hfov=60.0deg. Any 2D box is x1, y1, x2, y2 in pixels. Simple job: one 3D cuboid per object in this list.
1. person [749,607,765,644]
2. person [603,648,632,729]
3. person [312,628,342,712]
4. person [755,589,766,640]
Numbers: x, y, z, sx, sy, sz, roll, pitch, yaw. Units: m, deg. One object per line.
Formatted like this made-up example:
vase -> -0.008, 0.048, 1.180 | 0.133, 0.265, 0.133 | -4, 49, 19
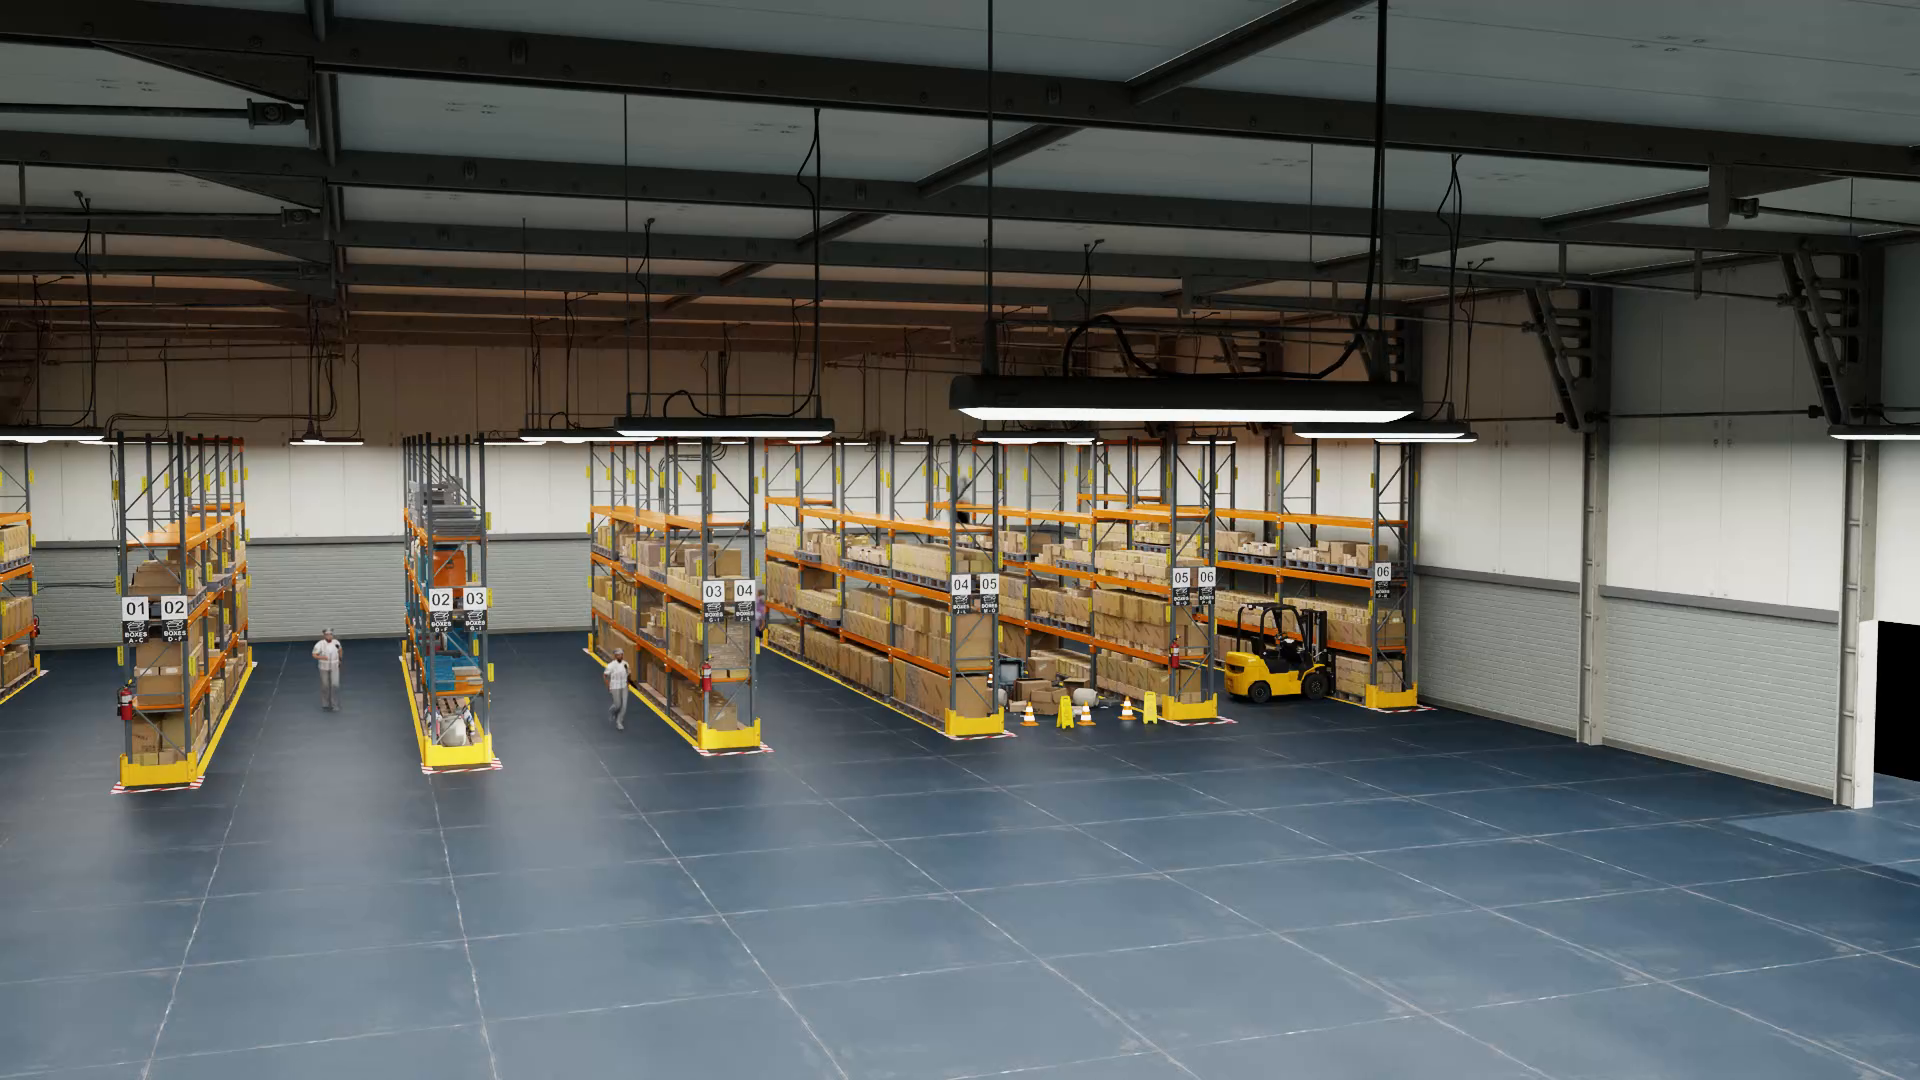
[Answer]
person -> -5.482, 2.486, 44.120 | 0.603, 1.629, 0.624 | -1, 3, -12
person -> -6.948, 3.020, 33.915 | 0.574, 1.658, 0.558 | -2, 4, -32
person -> -13.810, 2.820, 36.338 | 0.643, 1.825, 0.860 | -2, 4, -28
person -> -5.946, 2.223, 49.288 | 0.516, 1.559, 0.597 | -2, 4, -29
